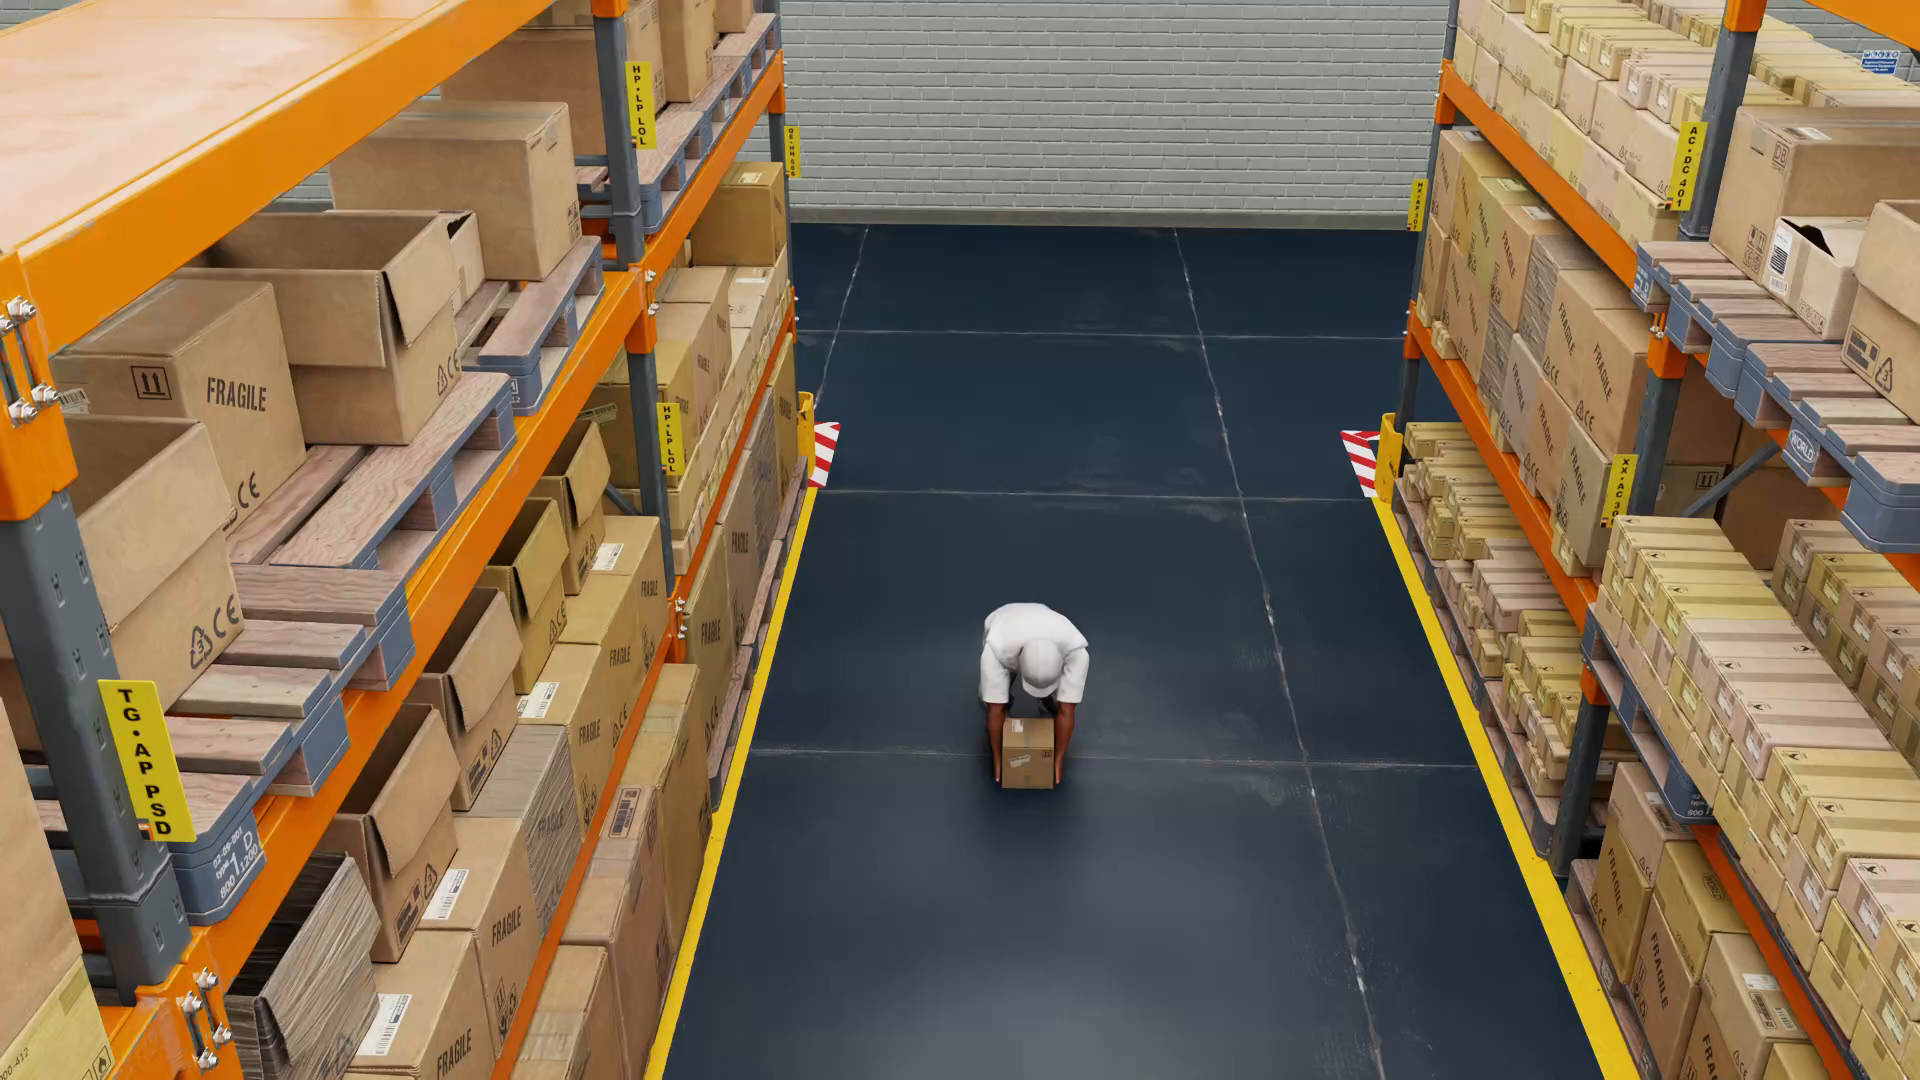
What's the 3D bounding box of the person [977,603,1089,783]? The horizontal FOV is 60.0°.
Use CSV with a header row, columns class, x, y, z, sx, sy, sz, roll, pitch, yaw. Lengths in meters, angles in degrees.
class,x,y,z,sx,sy,sz,roll,pitch,yaw
person,0.364,0.709,8.380,0.549,0.900,0.926,1,28,1
